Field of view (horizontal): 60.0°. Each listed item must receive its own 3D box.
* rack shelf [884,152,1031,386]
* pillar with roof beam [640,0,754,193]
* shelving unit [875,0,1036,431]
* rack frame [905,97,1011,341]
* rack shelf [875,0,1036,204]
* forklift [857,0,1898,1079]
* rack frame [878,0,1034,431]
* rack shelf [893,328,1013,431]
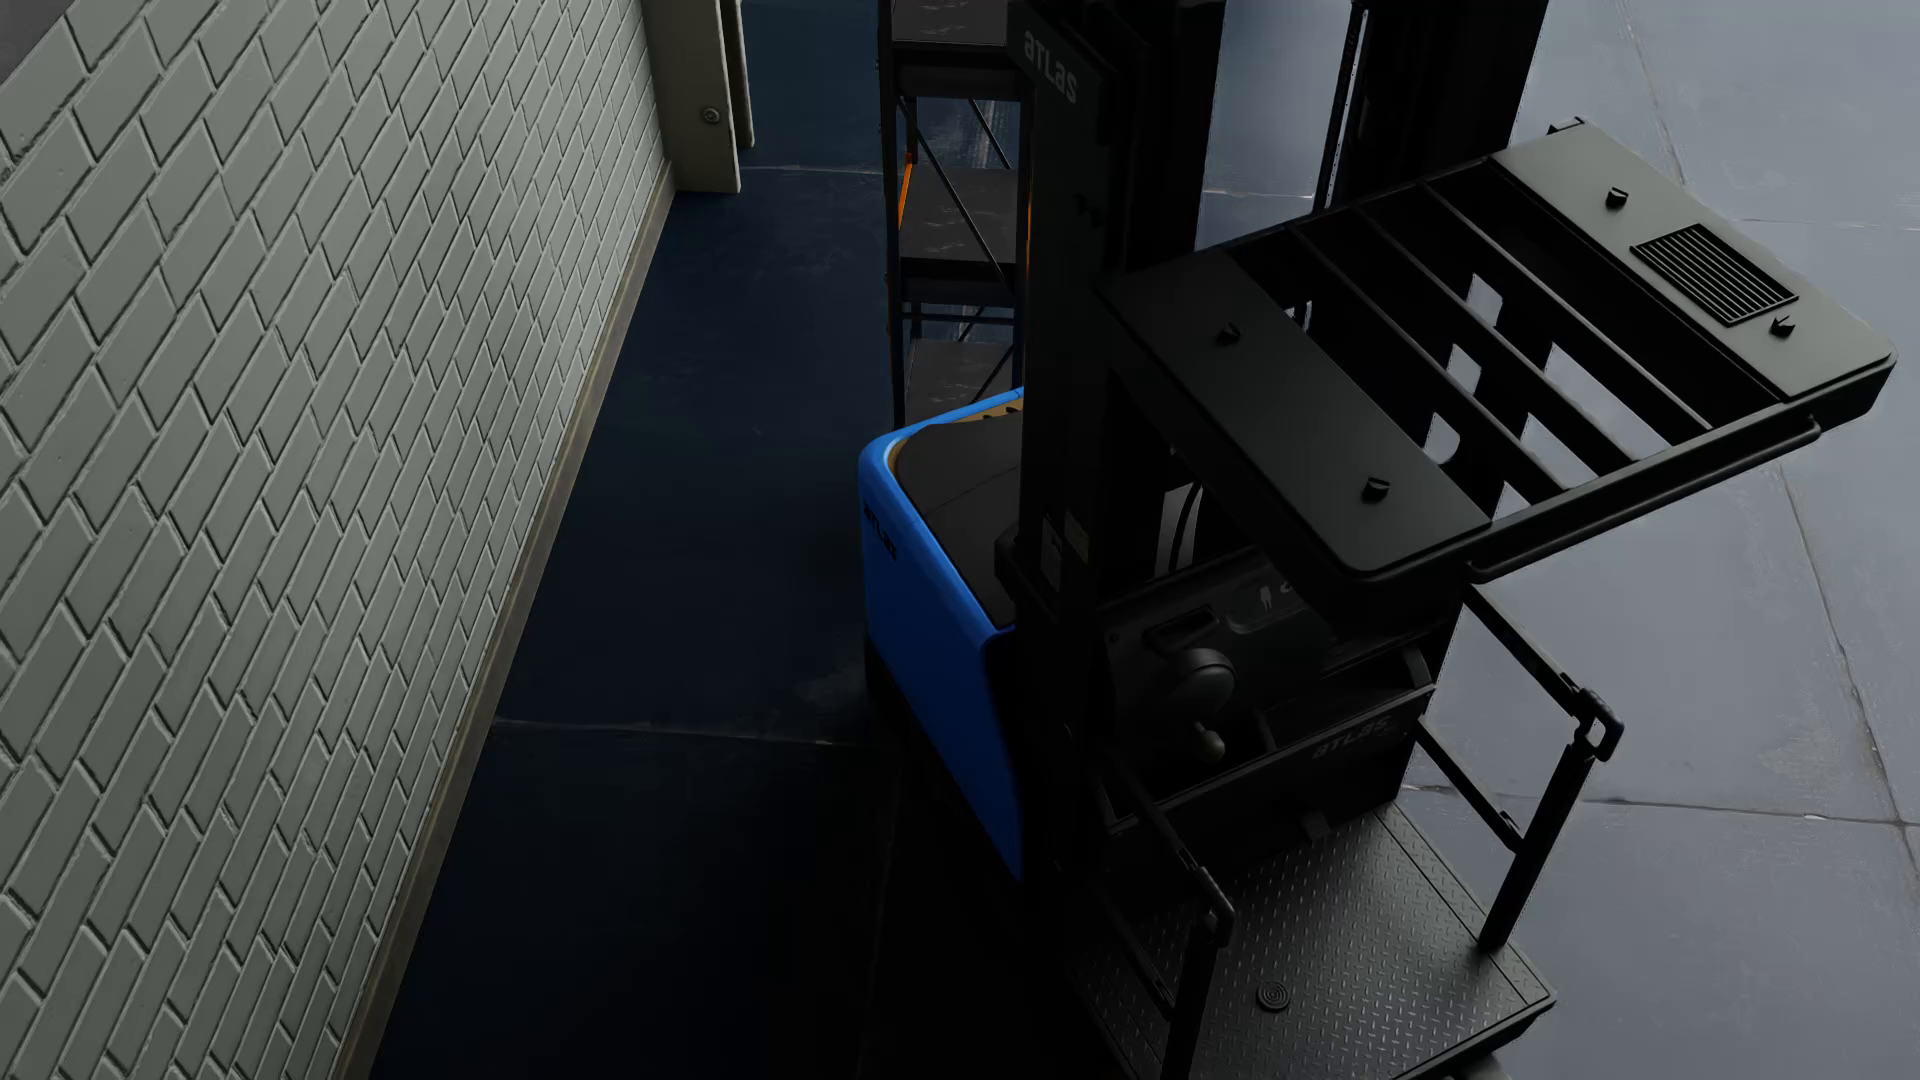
[{"bbox_3d":[0.015,-0.821,5.097,0.431,0.518,0.480,4,48,4],"label":"rack shelf"},{"bbox_3d":[3.205,-4.385,3.662,9.100,9.000,0.400,4,48,4],"label":"pillar with roof beam"},{"bbox_3d":[0.015,-0.830,5.086,0.431,2.100,0.503,4,48,4],"label":"shelving unit"},{"bbox_3d":[0.037,-1.010,5.250,0.400,2.100,0.015,4,48,4],"label":"rack frame"},{"bbox_3d":[0.015,-1.294,4.580,0.431,0.518,0.480,4,48,4],"label":"rack shelf"},{"bbox_3d":[0.821,0.280,3.508,1.130,2.935,3.031,-21,51,-18],"label":"forklift"},{"bbox_3d":[-0.007,-0.651,4.922,0.400,2.100,0.015,4,48,4],"label":"rack frame"},{"bbox_3d":[0.015,-0.349,5.613,0.431,0.518,0.480,4,48,4],"label":"rack shelf"}]
